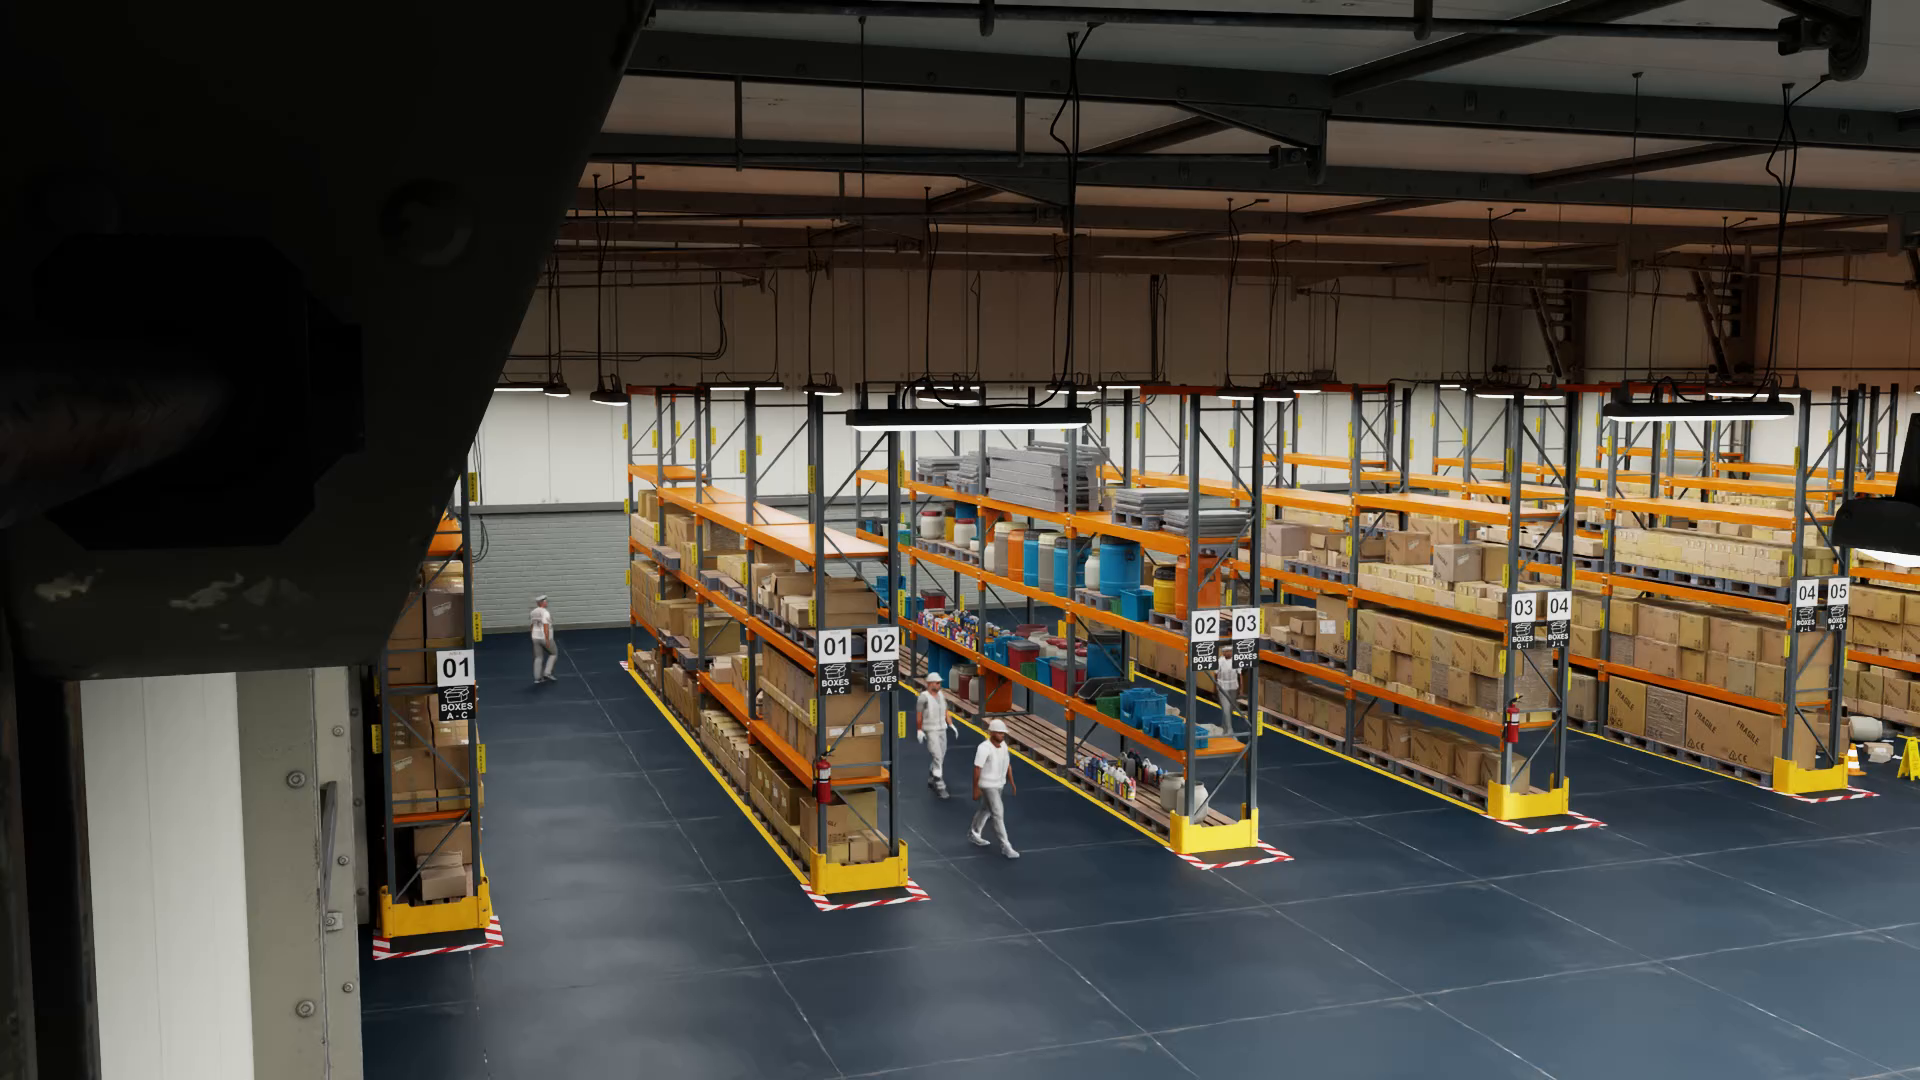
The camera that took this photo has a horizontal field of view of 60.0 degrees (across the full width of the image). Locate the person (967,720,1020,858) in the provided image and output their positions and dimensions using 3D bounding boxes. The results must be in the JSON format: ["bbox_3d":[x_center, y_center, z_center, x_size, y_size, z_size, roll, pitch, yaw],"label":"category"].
[{"bbox_3d":[0.478,3.204,21.759,0.951,1.714,0.593,4,7,31],"label":"person"}]

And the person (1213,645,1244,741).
[{"bbox_3d":[4.606,2.566,28.395,0.472,1.637,0.905,-1,6,-8],"label":"person"}]

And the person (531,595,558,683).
[{"bbox_3d":[-8.416,1.995,33.450,0.555,1.751,0.530,2,6,16],"label":"person"}]

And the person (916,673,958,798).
[{"bbox_3d":[-0.279,2.903,24.813,0.668,1.818,0.550,6,8,44],"label":"person"}]
